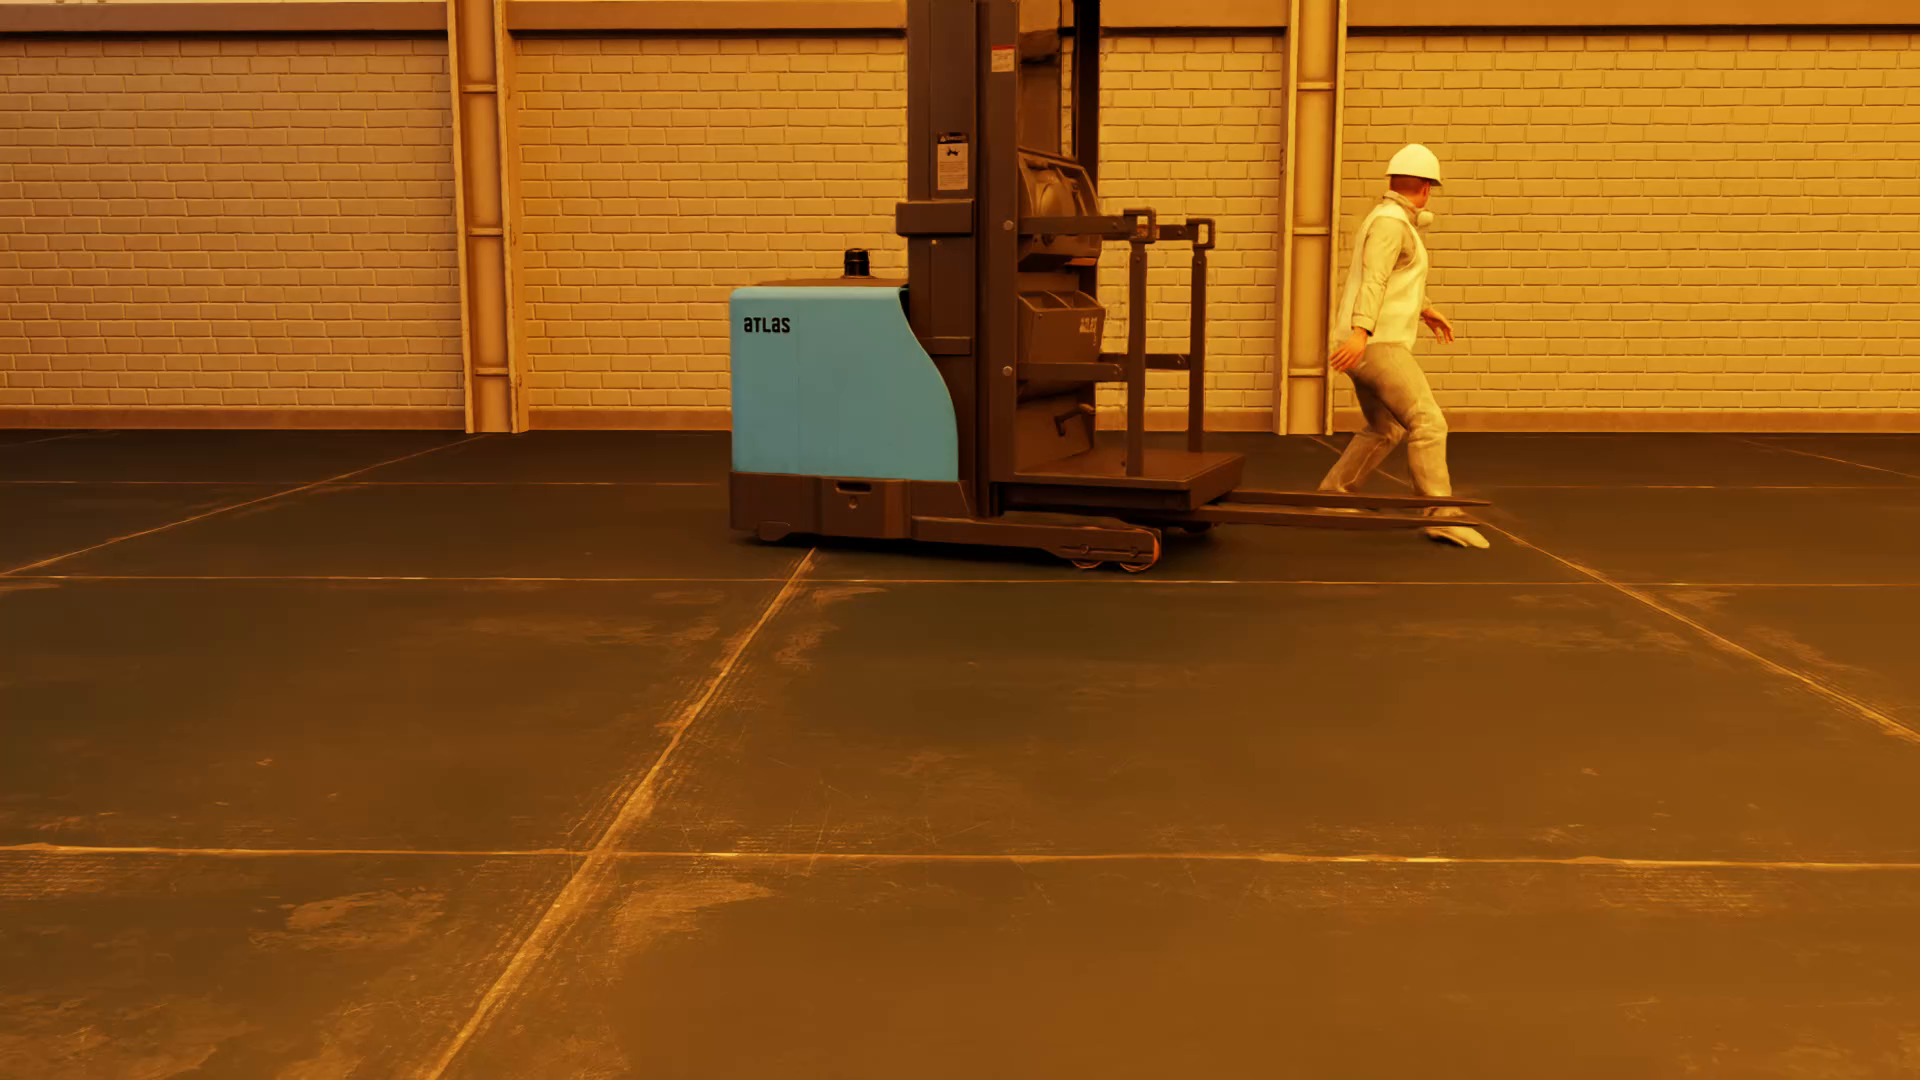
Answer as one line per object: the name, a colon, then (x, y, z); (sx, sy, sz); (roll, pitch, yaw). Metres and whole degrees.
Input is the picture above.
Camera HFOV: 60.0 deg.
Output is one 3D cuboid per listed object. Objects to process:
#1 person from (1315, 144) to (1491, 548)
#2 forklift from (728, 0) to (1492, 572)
person: (1.935, -0.857, 7.272); (0.717, 1.716, 0.876); (2, 9, 10)
forklift: (0.596, -1.417, 6.698); (3.031, 2.935, 1.130); (3, 9, 21)
